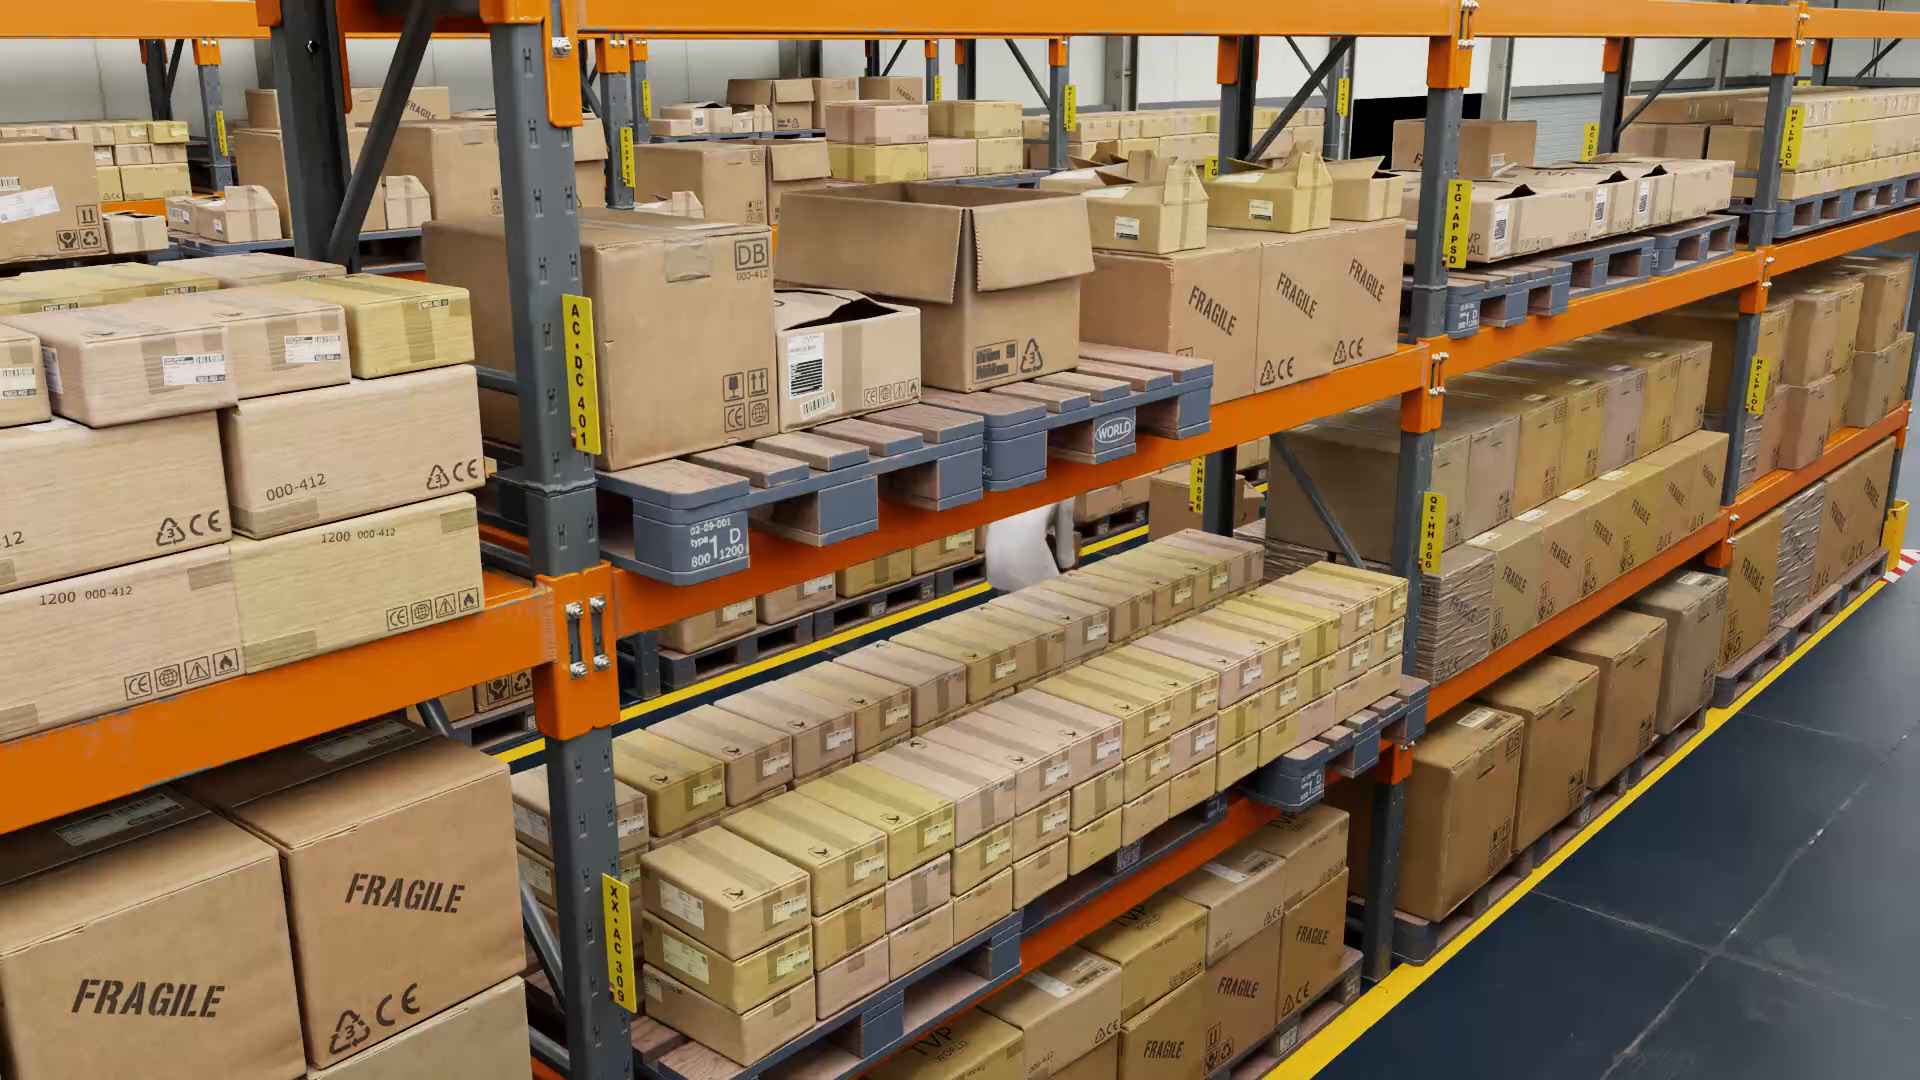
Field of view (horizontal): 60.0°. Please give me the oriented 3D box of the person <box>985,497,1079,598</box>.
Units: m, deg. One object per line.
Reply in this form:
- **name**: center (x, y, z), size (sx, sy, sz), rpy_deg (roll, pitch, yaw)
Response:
- **person**: center (0.473, 0.090, 10.529), size (0.544, 1.633, 0.697), rpy_deg (14, 22, 39)
